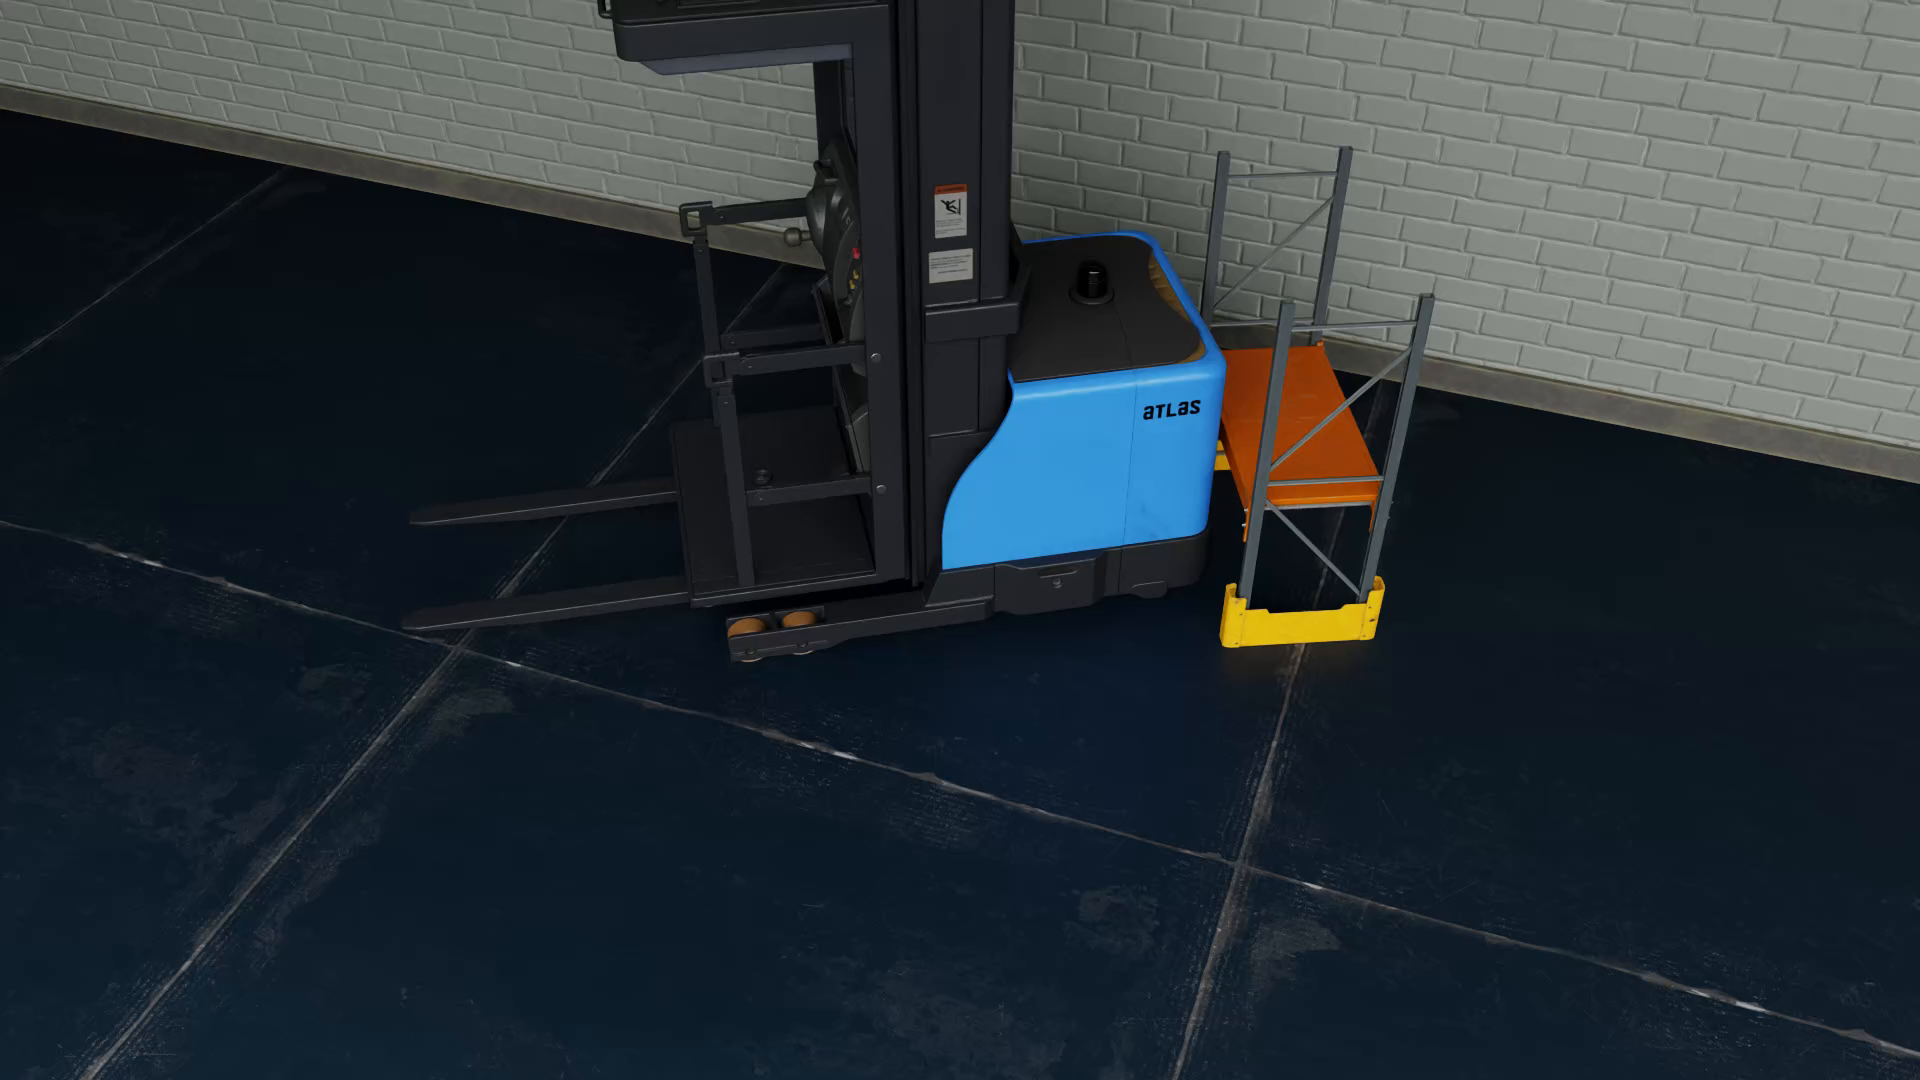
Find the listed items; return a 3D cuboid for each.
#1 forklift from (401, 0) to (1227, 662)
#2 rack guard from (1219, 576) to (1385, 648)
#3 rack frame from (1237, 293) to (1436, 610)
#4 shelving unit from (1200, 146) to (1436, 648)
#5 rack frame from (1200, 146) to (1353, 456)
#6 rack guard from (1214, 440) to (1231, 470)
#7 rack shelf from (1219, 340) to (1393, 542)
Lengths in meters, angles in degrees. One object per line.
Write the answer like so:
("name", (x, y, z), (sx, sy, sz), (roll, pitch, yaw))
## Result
("forklift", (-0.610, -1.034, 5.704), (3.031, 2.935, 1.130), (-8, 41, -9))
("rack guard", (1.281, 0.269, 6.242), (0.587, 0.250, 0.087), (-3, 41, -4))
("rack frame", (1.281, -0.206, 5.835), (0.500, 1.500, 0.032), (-3, 41, -4))
("shelving unit", (1.241, -0.529, 6.214), (0.587, 1.500, 1.083), (-3, 41, -4))
("rack frame", (1.199, -0.863, 6.606), (0.500, 1.500, 0.032), (-3, 41, -4))
("rack guard", (1.200, -0.375, 6.997), (0.587, 0.250, 0.087), (-3, 41, -4))
("rack shelf", (1.240, -0.398, 6.338), (0.538, 0.185, 1.000), (-3, 41, -4))
